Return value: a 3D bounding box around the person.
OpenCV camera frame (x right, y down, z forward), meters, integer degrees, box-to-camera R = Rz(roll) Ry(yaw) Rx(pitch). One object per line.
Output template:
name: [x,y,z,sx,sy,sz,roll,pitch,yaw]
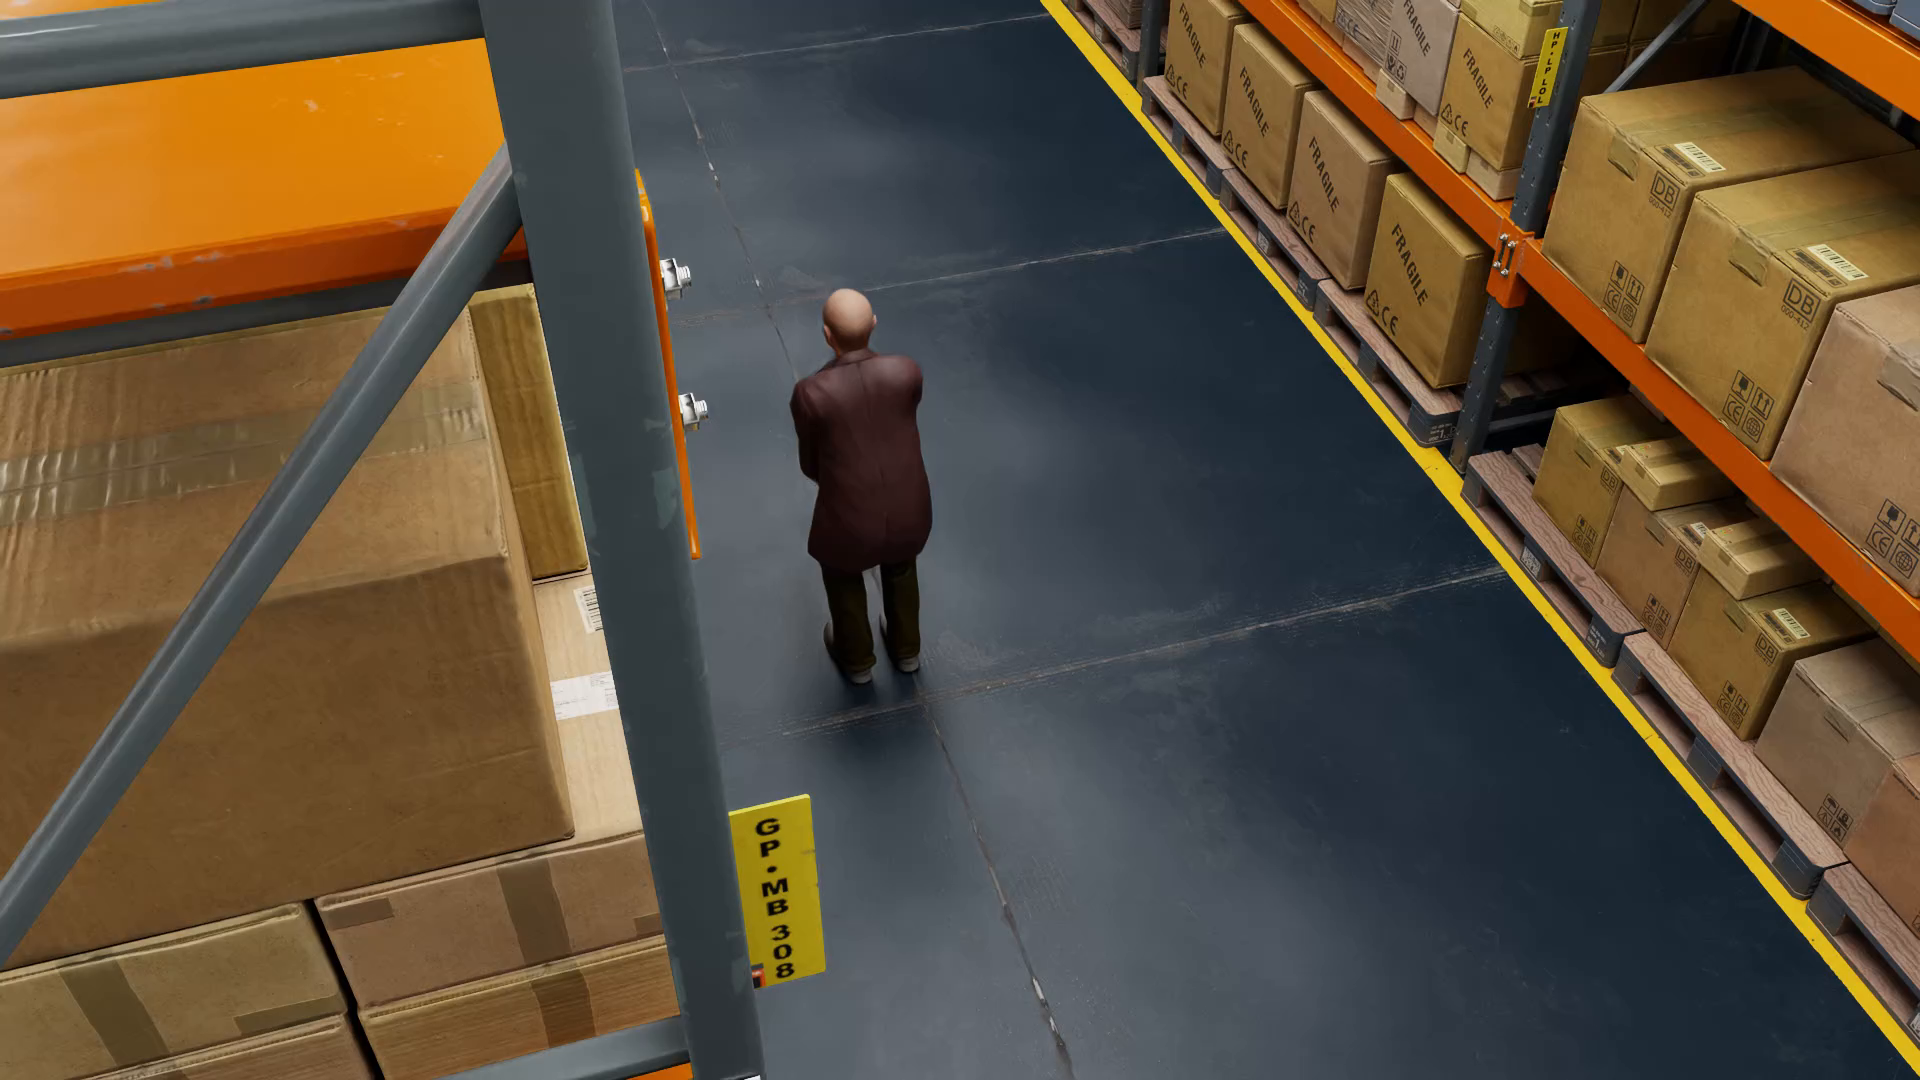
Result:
person: [-0.380,-0.210,6.418,0.525,1.770,0.584,-15,44,-16]
